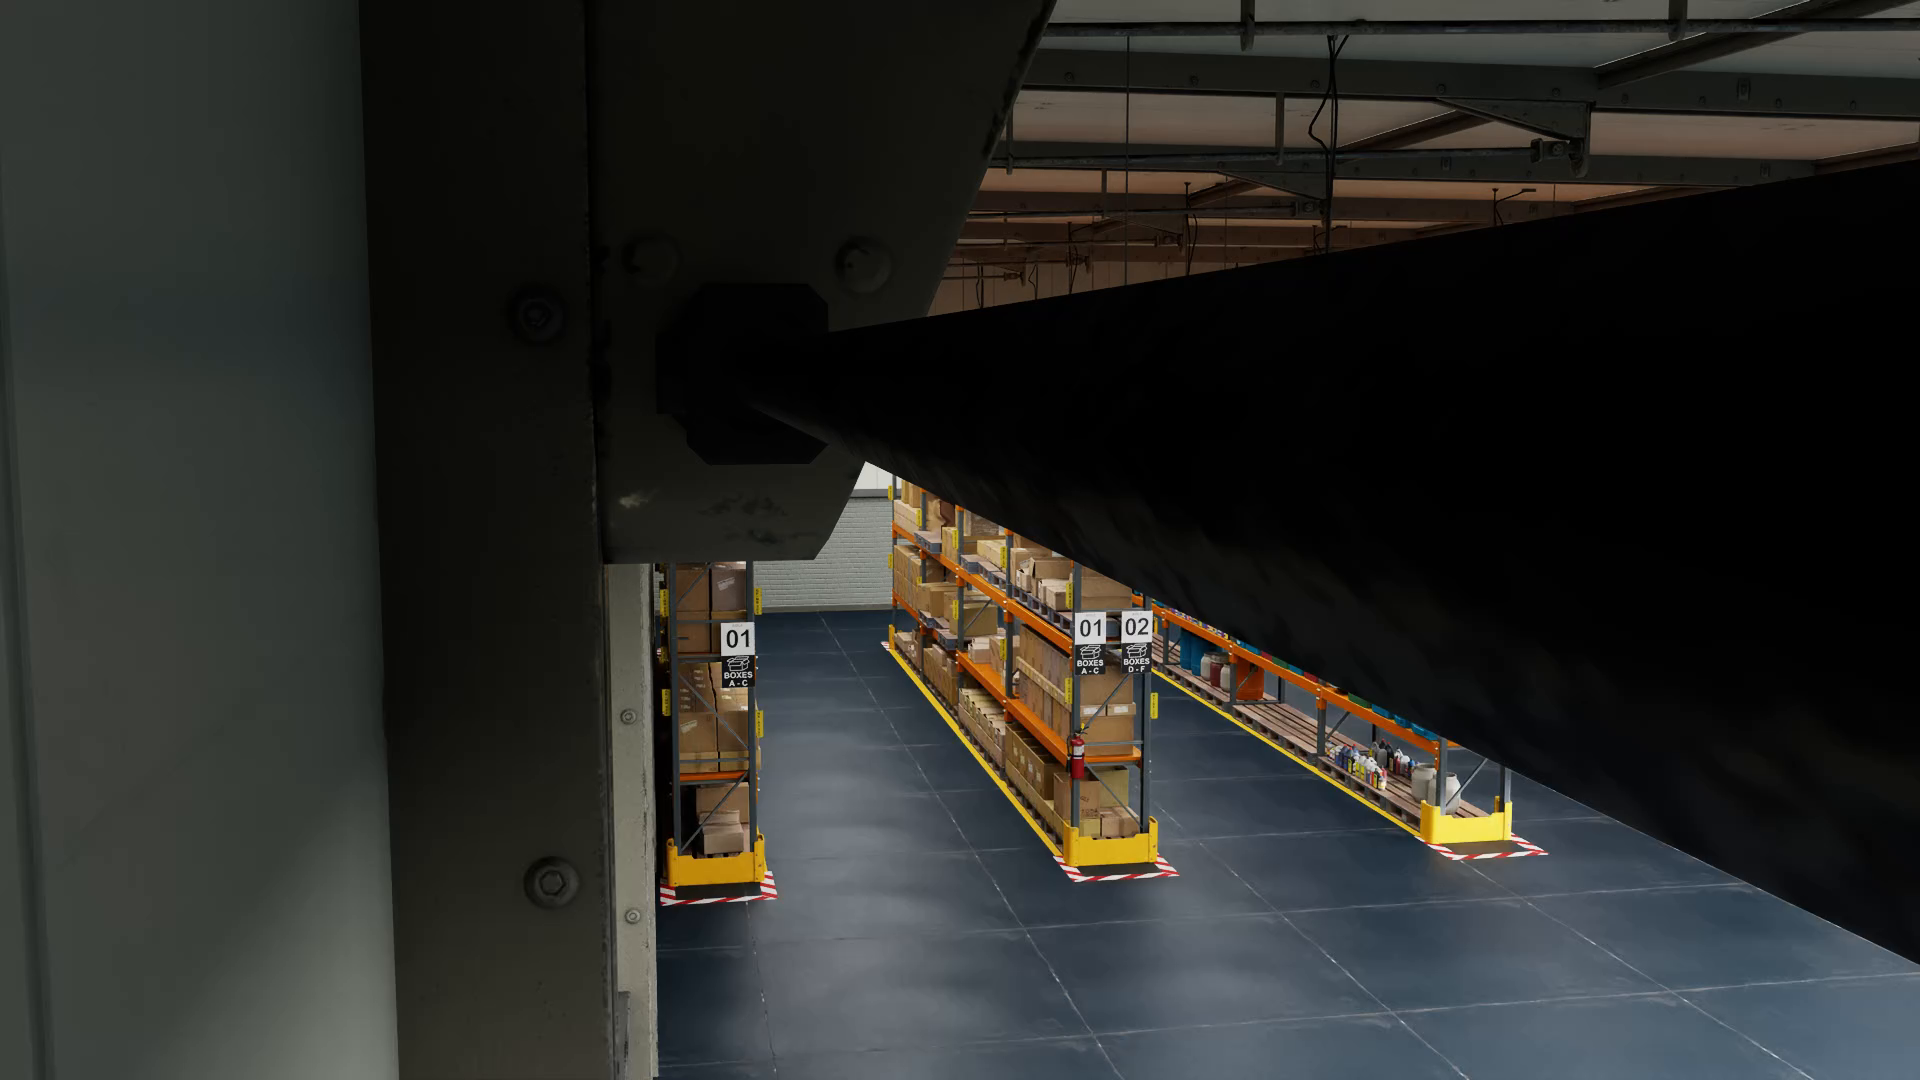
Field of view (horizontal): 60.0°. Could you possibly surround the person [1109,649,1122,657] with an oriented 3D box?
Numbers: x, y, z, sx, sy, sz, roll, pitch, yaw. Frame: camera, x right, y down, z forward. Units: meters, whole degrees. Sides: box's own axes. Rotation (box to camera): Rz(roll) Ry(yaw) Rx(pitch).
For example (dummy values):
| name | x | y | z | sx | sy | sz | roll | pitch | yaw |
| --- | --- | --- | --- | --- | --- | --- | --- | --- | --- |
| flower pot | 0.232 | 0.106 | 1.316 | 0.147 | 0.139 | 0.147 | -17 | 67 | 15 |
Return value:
| name | x | y | z | sx | sy | sz | roll | pitch | yaw |
| --- | --- | --- | --- | --- | --- | --- | --- | --- | --- |
| person | 2.869 | 2.046 | 29.194 | 0.594 | 1.710 | 0.814 | -2 | 6 | -16 |
